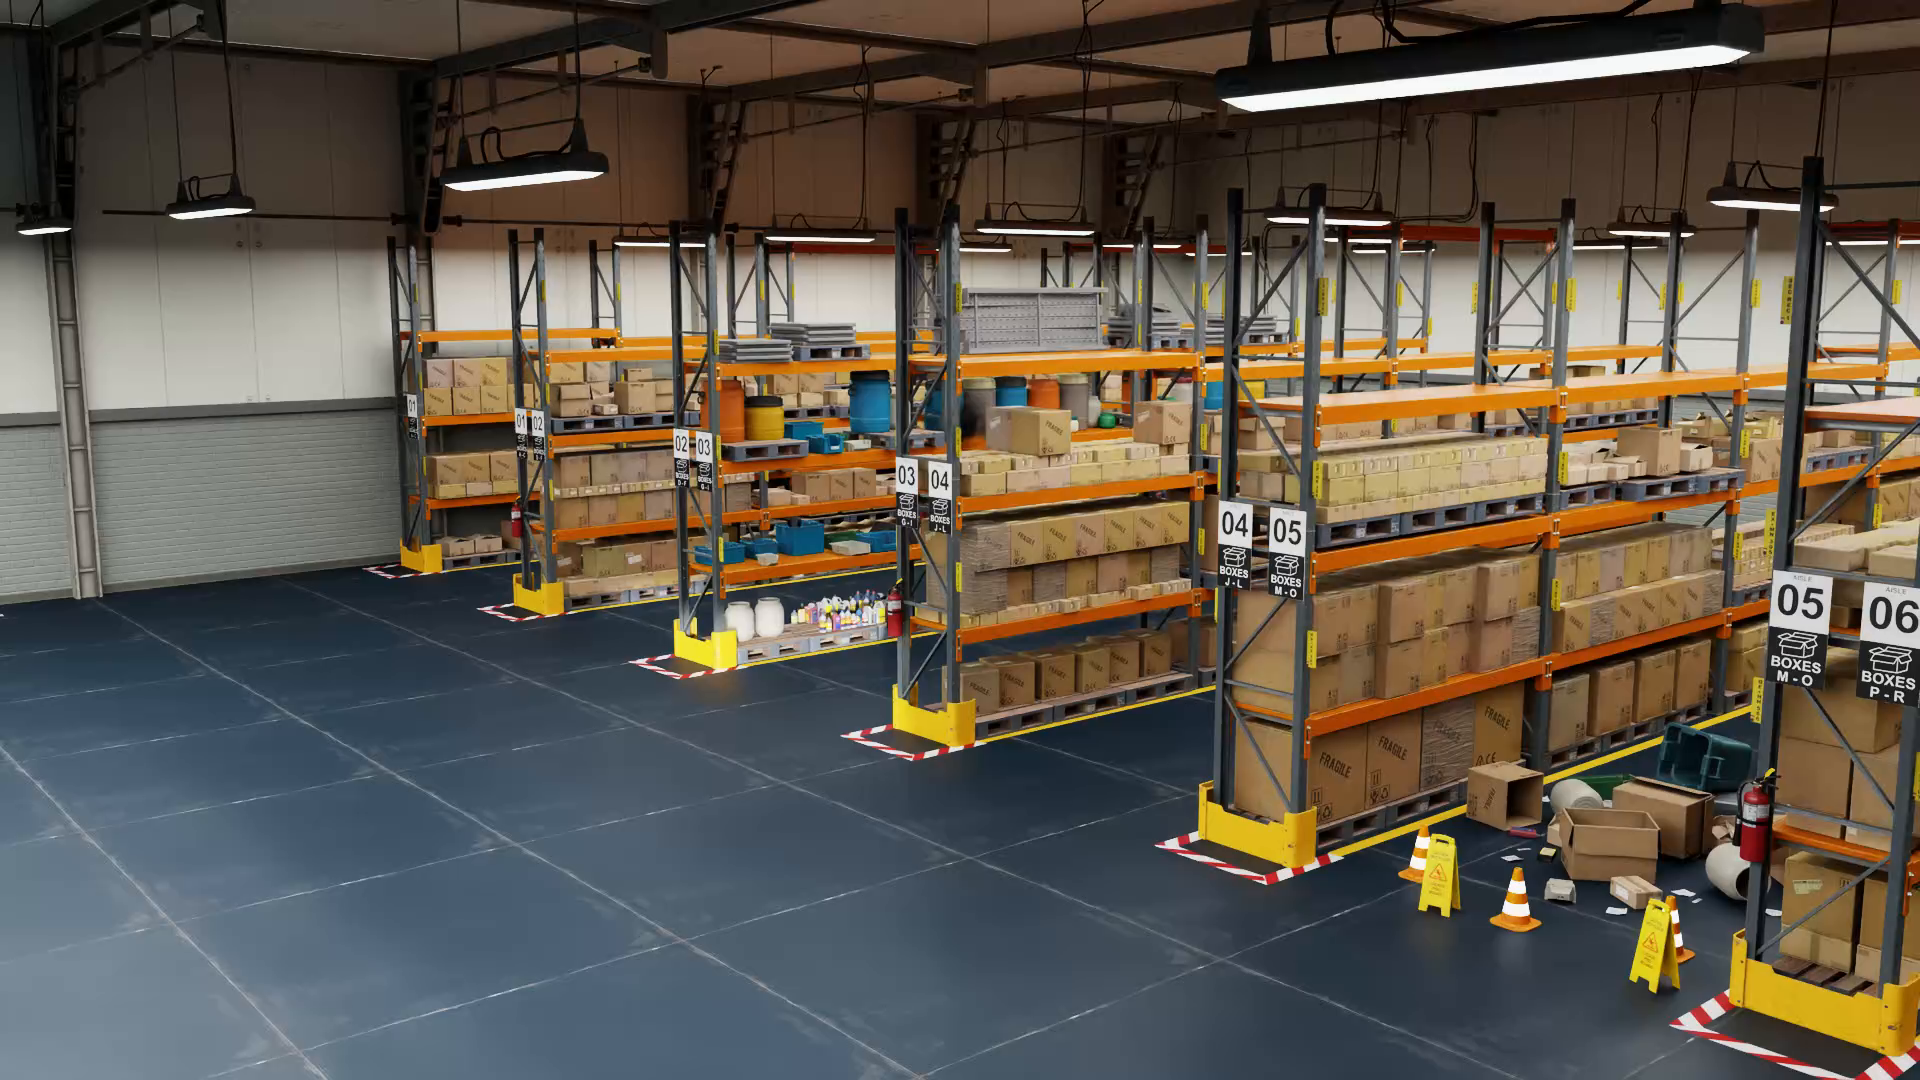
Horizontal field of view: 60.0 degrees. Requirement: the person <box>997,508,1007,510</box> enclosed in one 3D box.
[{"bbox_3d":[0.634,-0.055,29.603,0.614,1.392,0.961,5,10,29],"label":"person"}]
